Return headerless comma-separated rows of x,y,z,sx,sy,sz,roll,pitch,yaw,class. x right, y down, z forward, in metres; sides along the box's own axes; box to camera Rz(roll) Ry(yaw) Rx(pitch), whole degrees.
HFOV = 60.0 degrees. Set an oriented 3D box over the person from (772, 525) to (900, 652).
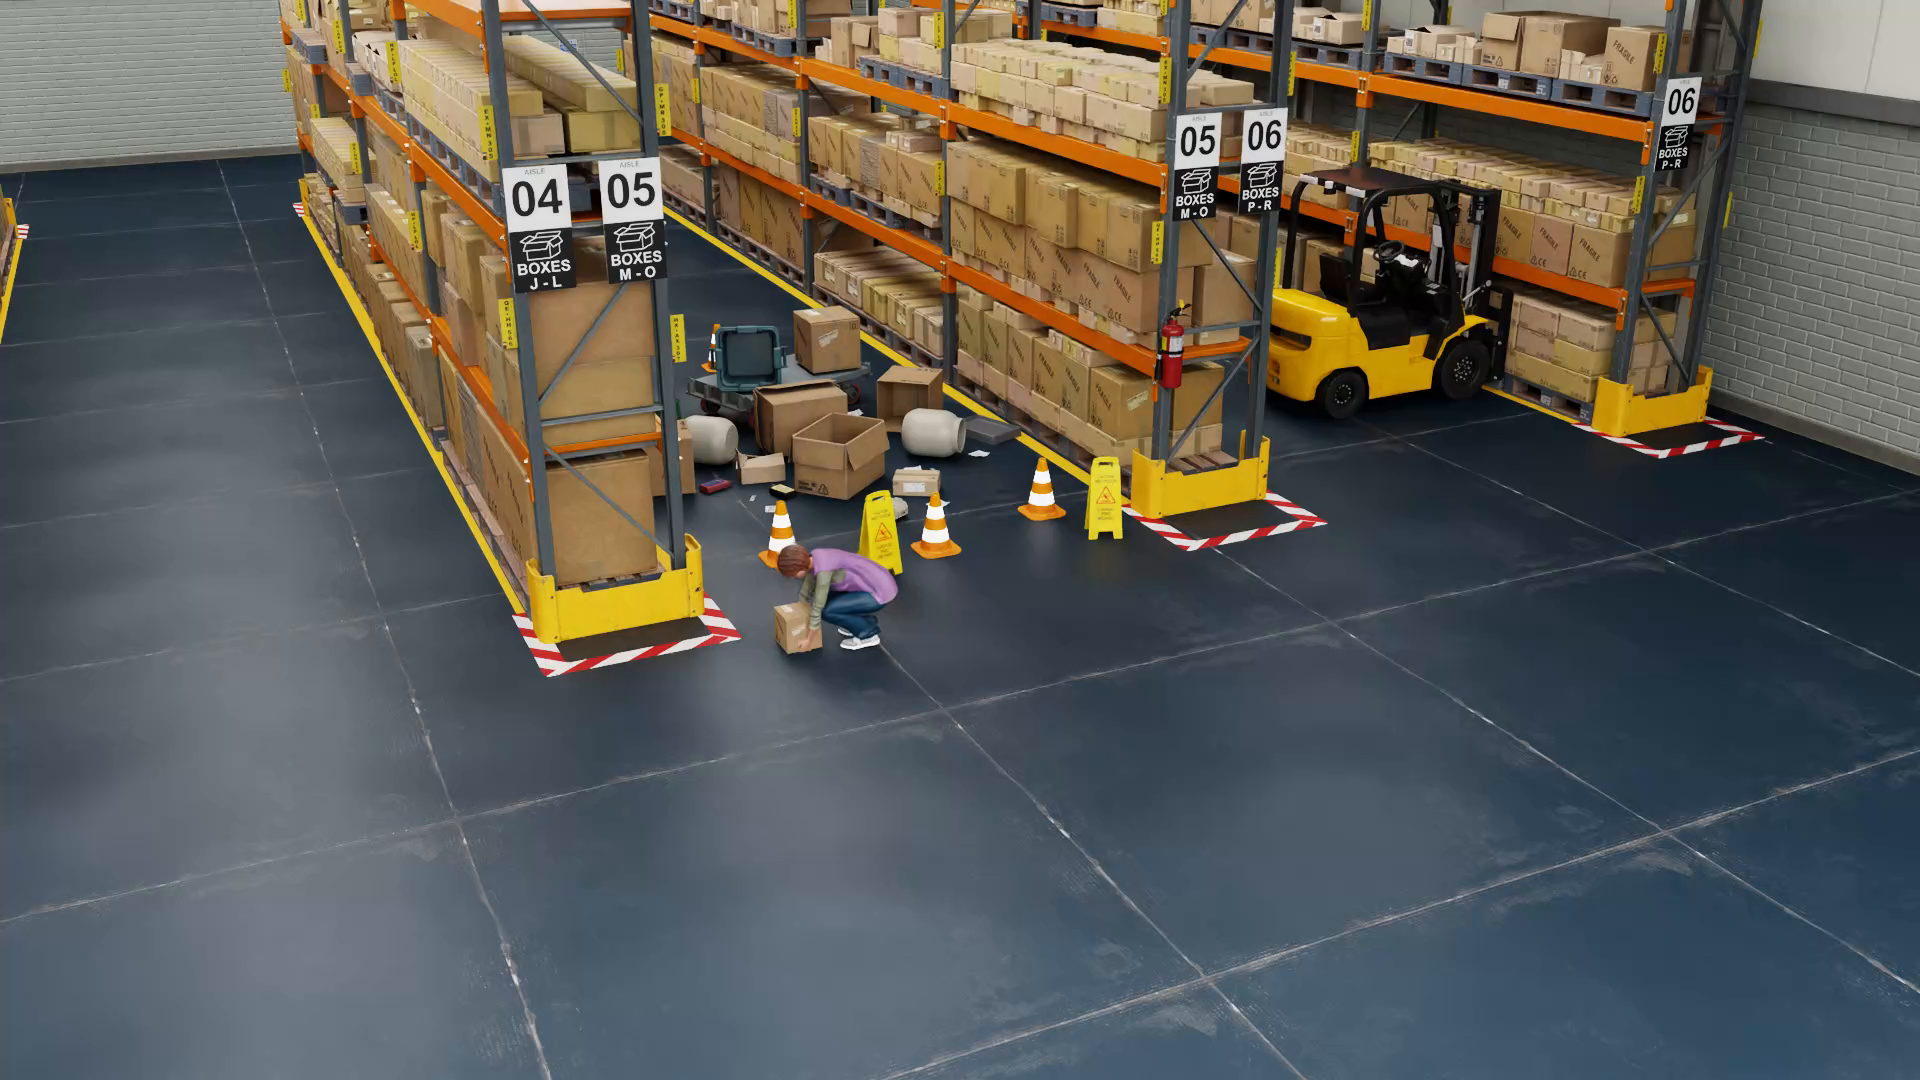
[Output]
-0.834,0.320,11.246,0.860,0.831,0.430,-4,23,-10,person
